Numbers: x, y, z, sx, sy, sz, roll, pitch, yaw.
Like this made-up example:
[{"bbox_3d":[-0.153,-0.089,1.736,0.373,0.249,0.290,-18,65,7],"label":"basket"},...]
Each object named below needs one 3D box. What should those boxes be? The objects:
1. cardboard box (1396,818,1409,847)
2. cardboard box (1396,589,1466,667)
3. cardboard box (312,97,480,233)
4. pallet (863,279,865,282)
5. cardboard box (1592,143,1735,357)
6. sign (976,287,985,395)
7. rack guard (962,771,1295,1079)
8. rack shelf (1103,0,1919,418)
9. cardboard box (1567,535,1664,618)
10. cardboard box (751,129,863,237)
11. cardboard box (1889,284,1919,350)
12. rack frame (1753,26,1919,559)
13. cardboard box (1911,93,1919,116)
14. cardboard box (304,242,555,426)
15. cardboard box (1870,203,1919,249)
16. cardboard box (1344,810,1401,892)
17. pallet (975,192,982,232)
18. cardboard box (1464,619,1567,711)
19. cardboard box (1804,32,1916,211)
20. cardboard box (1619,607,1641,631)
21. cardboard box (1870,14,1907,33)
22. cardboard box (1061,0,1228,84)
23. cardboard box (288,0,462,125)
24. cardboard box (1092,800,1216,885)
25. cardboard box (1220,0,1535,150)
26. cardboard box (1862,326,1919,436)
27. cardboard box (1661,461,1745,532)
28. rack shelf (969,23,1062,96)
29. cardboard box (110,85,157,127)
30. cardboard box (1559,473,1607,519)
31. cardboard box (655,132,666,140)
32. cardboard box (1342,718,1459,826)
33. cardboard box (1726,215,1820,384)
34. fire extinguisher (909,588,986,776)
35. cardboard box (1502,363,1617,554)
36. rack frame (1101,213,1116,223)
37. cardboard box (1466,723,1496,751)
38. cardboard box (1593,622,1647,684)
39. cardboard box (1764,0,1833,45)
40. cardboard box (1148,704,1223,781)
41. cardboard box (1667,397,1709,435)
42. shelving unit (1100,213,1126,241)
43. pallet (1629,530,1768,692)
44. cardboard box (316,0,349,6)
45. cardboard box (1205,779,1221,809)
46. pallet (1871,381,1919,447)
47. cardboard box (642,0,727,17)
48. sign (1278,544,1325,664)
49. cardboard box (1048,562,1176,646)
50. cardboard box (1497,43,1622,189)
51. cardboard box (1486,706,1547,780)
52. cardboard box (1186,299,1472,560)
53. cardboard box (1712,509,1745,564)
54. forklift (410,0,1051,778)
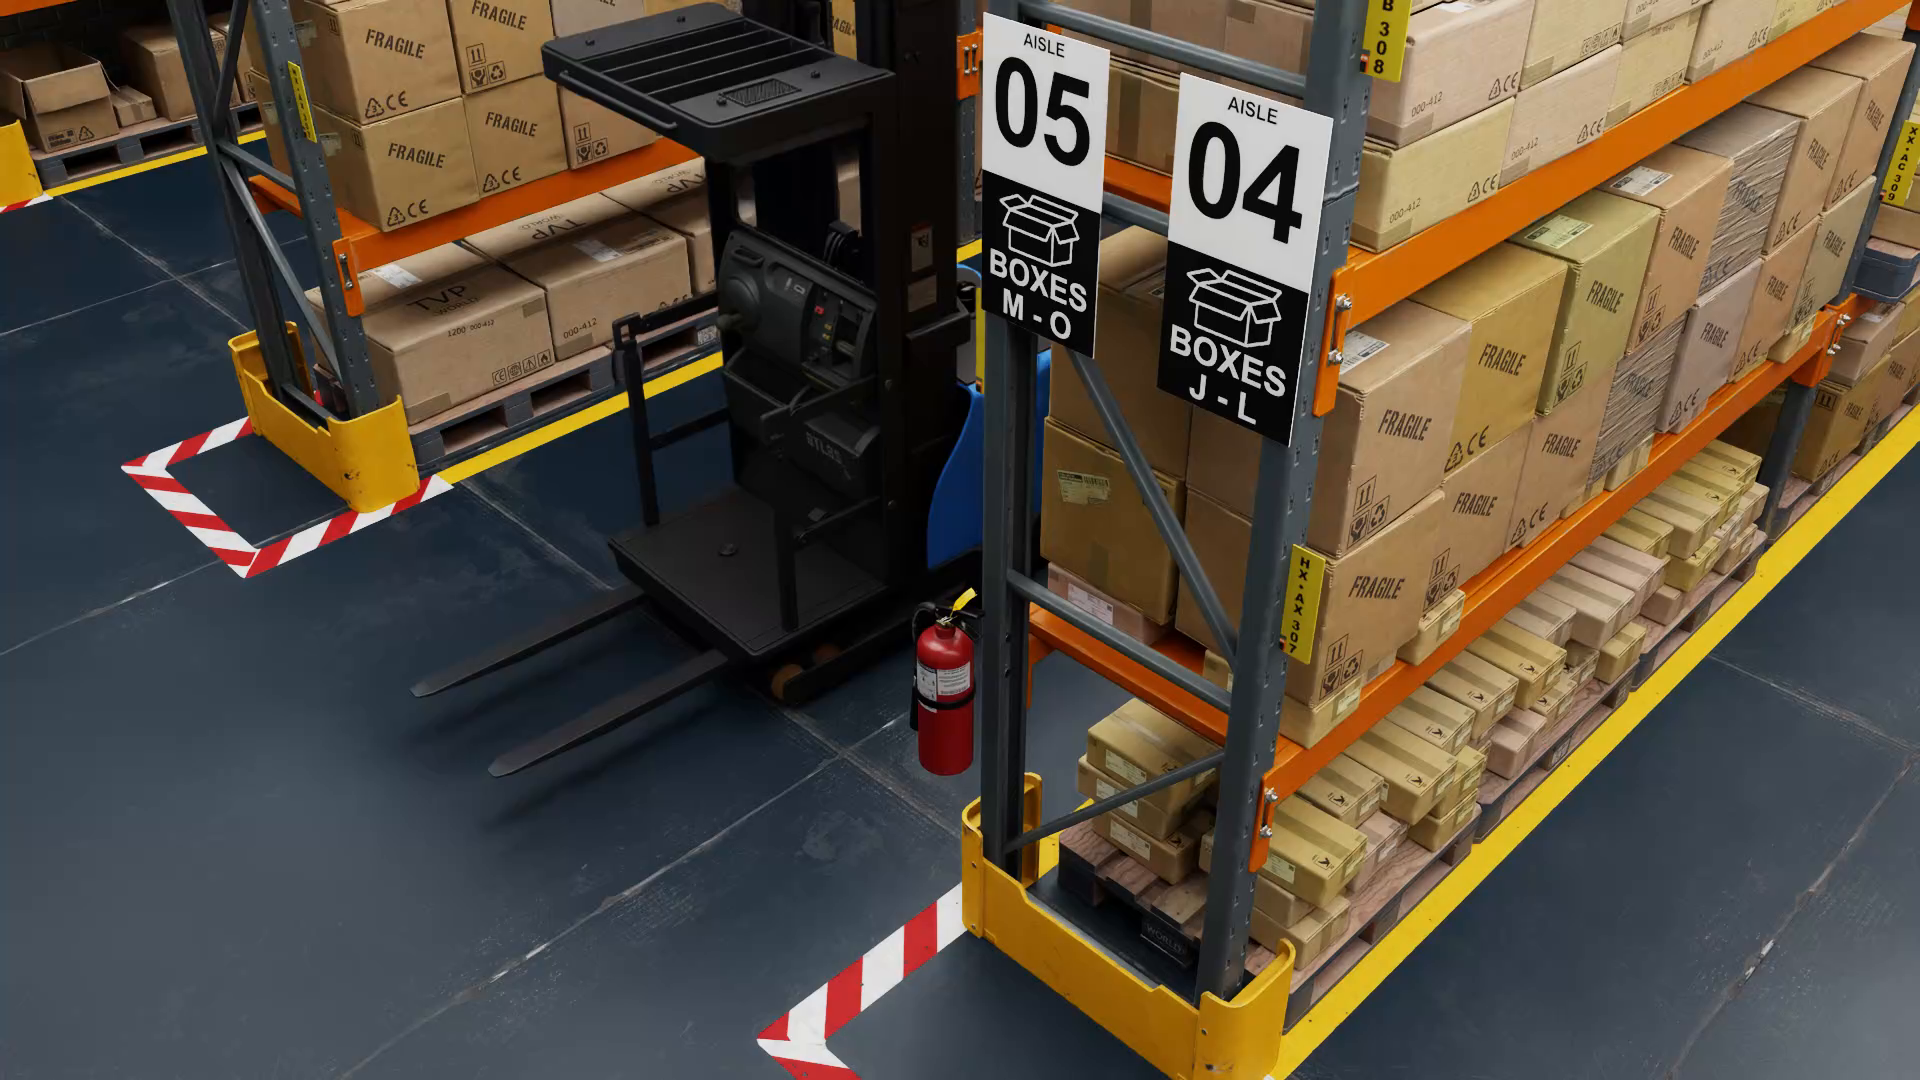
[{"bbox_3d":[1.354,0.969,5.864,0.250,0.149,0.380,-29,44,-35],"label":"cardboard box"},{"bbox_3d":[1.300,0.194,5.069,0.380,0.149,0.250,28,44,34],"label":"cardboard box"},{"bbox_3d":[-2.580,-1.776,7.587,0.500,0.500,0.500,29,44,35],"label":"cardboard box"},{"bbox_3d":[-0.895,-1.859,10.231,1.003,0.211,1.213,30,45,35],"label":"pallet"},{"bbox_3d":[2.056,-0.968,5.295,0.500,0.500,0.500,28,44,34],"label":"cardboard box"},{"bbox_3d":[0.082,-0.538,4.611,0.100,0.325,0.005,30,45,35],"label":"sign"},{"bbox_3d":[0.515,1.292,5.460,1.175,0.500,0.348,30,45,35],"label":"rack guard"},{"bbox_3d":[1.871,-1.449,5.212,1.077,0.370,4.000,30,45,35],"label":"rack shelf"},{"bbox_3d":[2.528,0.121,6.559,0.380,0.149,0.250,27,43,33],"label":"cardboard box"},{"bbox_3d":[-0.823,-2.189,10.140,0.875,0.438,0.875,29,44,35],"label":"cardboard box"},{"bbox_3d":[4.361,-1.191,7.998,0.500,0.250,0.500,-29,44,-34],"label":"cardboard box"},{"bbox_3d":[3.280,-1.326,7.029,1.000,3.000,0.127,30,45,35],"label":"rack frame"},{"bbox_3d":[4.076,-1.729,6.940,0.250,0.149,0.380,-29,44,-34],"label":"cardboard box"},{"bbox_3d":[-2.728,-1.086,8.557,0.875,0.438,0.875,28,44,34],"label":"cardboard box"},{"bbox_3d":[3.884,-1.369,6.944,0.380,0.149,0.250,27,43,33],"label":"cardboard box"},{"bbox_3d":[1.246,0.975,5.594,0.380,0.149,0.250,29,44,35],"label":"cardboard box"},{"bbox_3d":[0.186,-2.480,11.121,1.003,0.211,1.213,30,45,35],"label":"pallet"},{"bbox_3d":[1.985,0.433,6.112,0.250,0.149,0.380,-29,44,-35],"label":"cardboard box"},{"bbox_3d":[3.141,-1.599,6.199,0.500,0.500,0.500,28,44,34],"label":"cardboard box"},{"bbox_3d":[2.513,0.210,6.692,0.250,0.149,0.380,-29,44,-35],"label":"cardboard box"},{"bbox_3d":[4.343,-2.409,7.915,0.380,0.149,0.250,27,43,33],"label":"cardboard box"},{"bbox_3d":[0.606,-1.365,4.157,0.500,0.250,0.500,28,44,34],"label":"cardboard box"},{"bbox_3d":[-2.582,-2.187,7.302,0.500,0.500,0.500,28,44,34],"label":"cardboard box"},{"bbox_3d":[0.684,0.997,5.823,0.250,0.149,0.380,-29,44,-35],"label":"cardboard box"},{"bbox_3d":[0.962,-1.153,3.853,0.500,0.250,0.500,-29,44,-35],"label":"cardboard box"},{"bbox_3d":[4.360,-0.881,8.209,0.500,0.500,0.500,-28,43,-34],"label":"cardboard box"},{"bbox_3d":[3.062,-0.204,7.025,0.250,0.149,0.380,-29,44,-35],"label":"cardboard box"},{"bbox_3d":[1.105,-3.797,11.200,1.077,0.370,4.000,30,45,35],"label":"rack shelf"},{"bbox_3d":[-5.822,-3.025,11.590,0.380,0.149,0.250,28,43,34],"label":"cardboard box"},{"bbox_3d":[1.985,-0.252,5.709,0.250,0.149,0.380,-28,44,-34],"label":"cardboard box"},{"bbox_3d":[-1.532,-2.402,8.485,0.500,0.500,0.500,-28,44,-34],"label":"cardboard box"},{"bbox_3d":[1.449,0.764,5.637,0.380,0.149,0.250,29,44,35],"label":"cardboard box"},{"bbox_3d":[2.773,-0.968,6.169,0.500,0.500,0.500,28,44,34],"label":"cardboard box"},{"bbox_3d":[-0.043,0.399,4.949,0.296,0.674,0.183,30,45,35],"label":"fire extinguisher"},{"bbox_3d":[1.687,-0.357,5.293,0.500,0.500,0.500,-29,44,-35],"label":"cardboard box"},{"bbox_3d":[0.777,-1.249,7.705,0.015,2.100,0.400,-27,43,-33],"label":"rack frame"},{"bbox_3d":[1.733,0.634,6.084,0.380,0.149,0.250,27,43,33],"label":"cardboard box"},{"bbox_3d":[2.516,0.388,6.696,0.380,0.149,0.250,29,44,35],"label":"cardboard box"},{"bbox_3d":[2.408,-1.782,5.192,0.500,0.250,0.500,29,44,35],"label":"cardboard box"},{"bbox_3d":[0.873,0.655,5.793,0.250,0.149,0.380,-29,44,-35],"label":"cardboard box"},{"bbox_3d":[2.541,-0.562,6.154,0.380,0.149,0.250,27,43,34],"label":"cardboard box"},{"bbox_3d":[0.596,-1.156,7.572,0.503,2.100,0.431,-27,43,-33],"label":"shelving unit"},{"bbox_3d":[2.832,0.105,7.415,1.003,0.211,1.213,30,45,35],"label":"pallet"},{"bbox_3d":[-2.676,-2.406,7.049,0.250,0.149,0.380,-29,44,-35],"label":"cardboard box"},{"bbox_3d":[0.853,0.759,5.904,0.380,0.149,0.250,28,44,34],"label":"cardboard box"},{"bbox_3d":[4.687,-0.996,8.994,1.003,0.211,1.213,30,45,35],"label":"pallet"},{"bbox_3d":[-1.515,-2.815,8.202,0.500,0.500,0.500,-30,45,-35],"label":"cardboard box"},{"bbox_3d":[0.847,0.162,4.139,0.100,0.325,0.005,30,45,35],"label":"sign"},{"bbox_3d":[0.491,0.155,5.125,0.380,0.149,0.250,30,45,35],"label":"cardboard box"},{"bbox_3d":[1.333,-1.162,4.303,0.500,0.250,0.500,-28,44,-34],"label":"cardboard box"},{"bbox_3d":[1.962,0.701,6.248,0.380,0.149,0.250,27,43,33],"label":"cardboard box"},{"bbox_3d":[0.966,-0.350,4.409,0.500,0.500,0.500,29,44,35],"label":"cardboard box"},{"bbox_3d":[3.102,-0.080,7.107,0.380,0.149,0.250,27,43,33],"label":"cardboard box"},{"bbox_3d":[-0.808,-0.867,6.431,3.031,2.935,1.130,-27,43,-33],"label":"forklift"}]
